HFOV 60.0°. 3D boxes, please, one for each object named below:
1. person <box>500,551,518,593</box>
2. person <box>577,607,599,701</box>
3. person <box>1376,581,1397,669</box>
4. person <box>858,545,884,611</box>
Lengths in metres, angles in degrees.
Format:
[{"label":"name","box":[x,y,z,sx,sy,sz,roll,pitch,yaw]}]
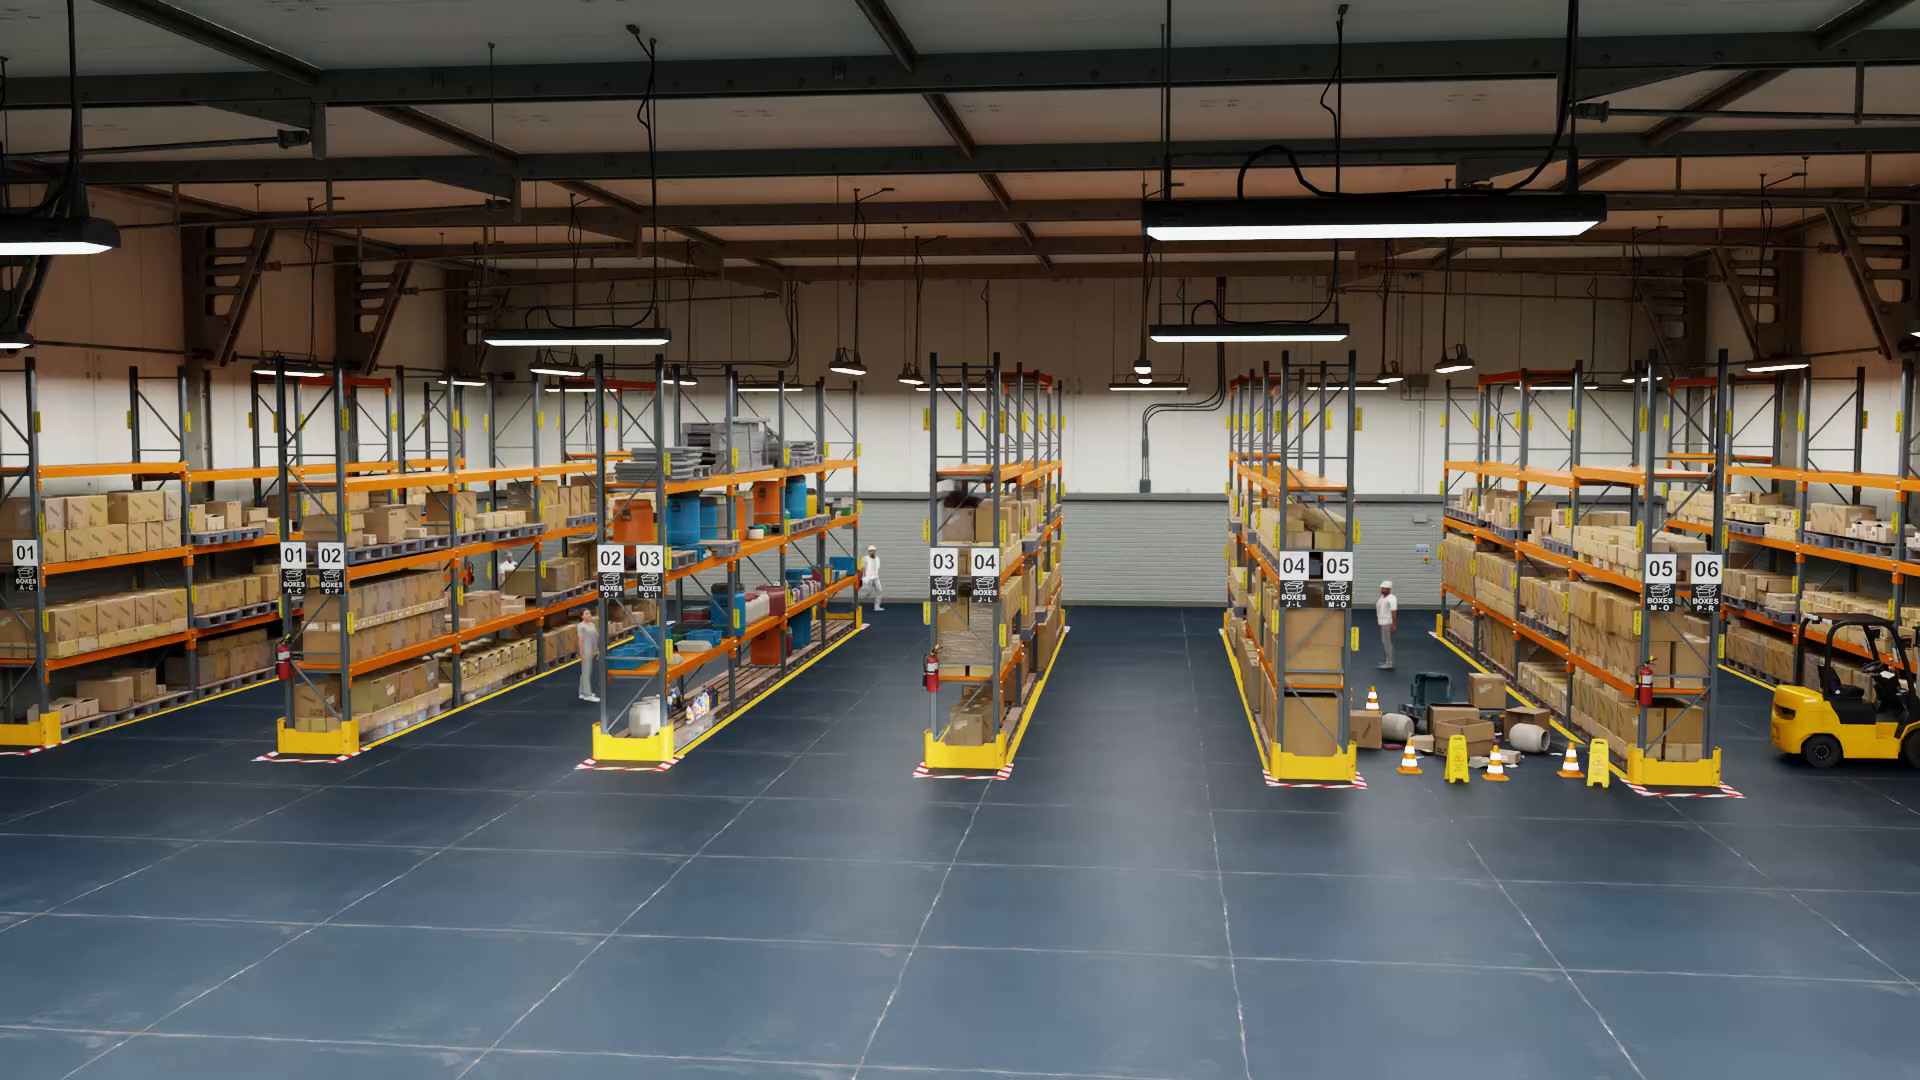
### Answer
[{"label":"person","box":[-11.348,1.137,42.145,1.002,1.716,0.588,4,5,42]},{"label":"person","box":[-6.686,2.051,30.003,0.442,1.677,0.467,1,4,9]},{"label":"person","box":[8.688,1.716,33.925,0.383,1.768,0.636,0,4,7]},{"label":"person","box":[-2.384,1.008,44.041,0.857,1.741,0.592,3,5,35]}]
